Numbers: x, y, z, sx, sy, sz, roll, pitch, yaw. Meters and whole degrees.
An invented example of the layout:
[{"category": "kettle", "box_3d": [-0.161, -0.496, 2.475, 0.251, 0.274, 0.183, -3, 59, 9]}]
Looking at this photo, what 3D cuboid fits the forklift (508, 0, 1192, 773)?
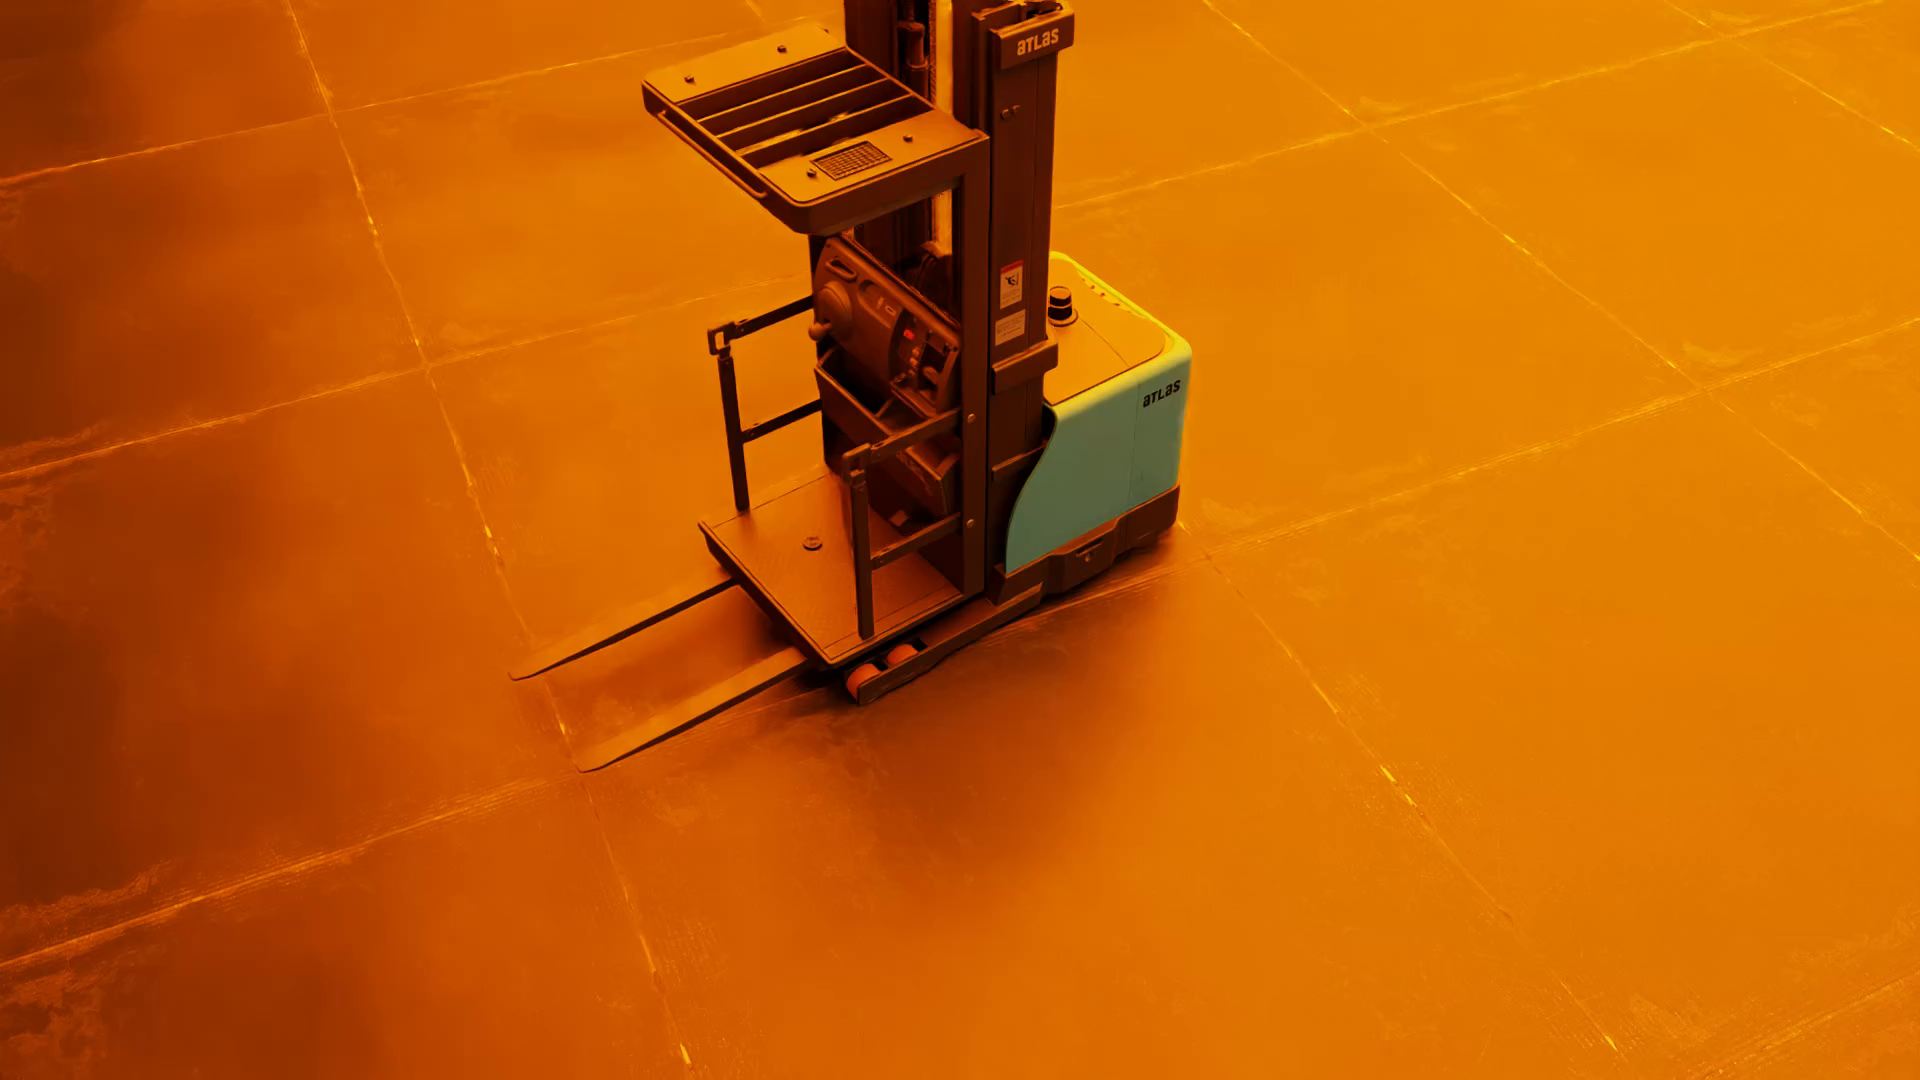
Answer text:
[{"category": "forklift", "box_3d": [-0.468, -0.791, 6.528, 3.031, 2.935, 1.130, -27, 49, -26]}]
